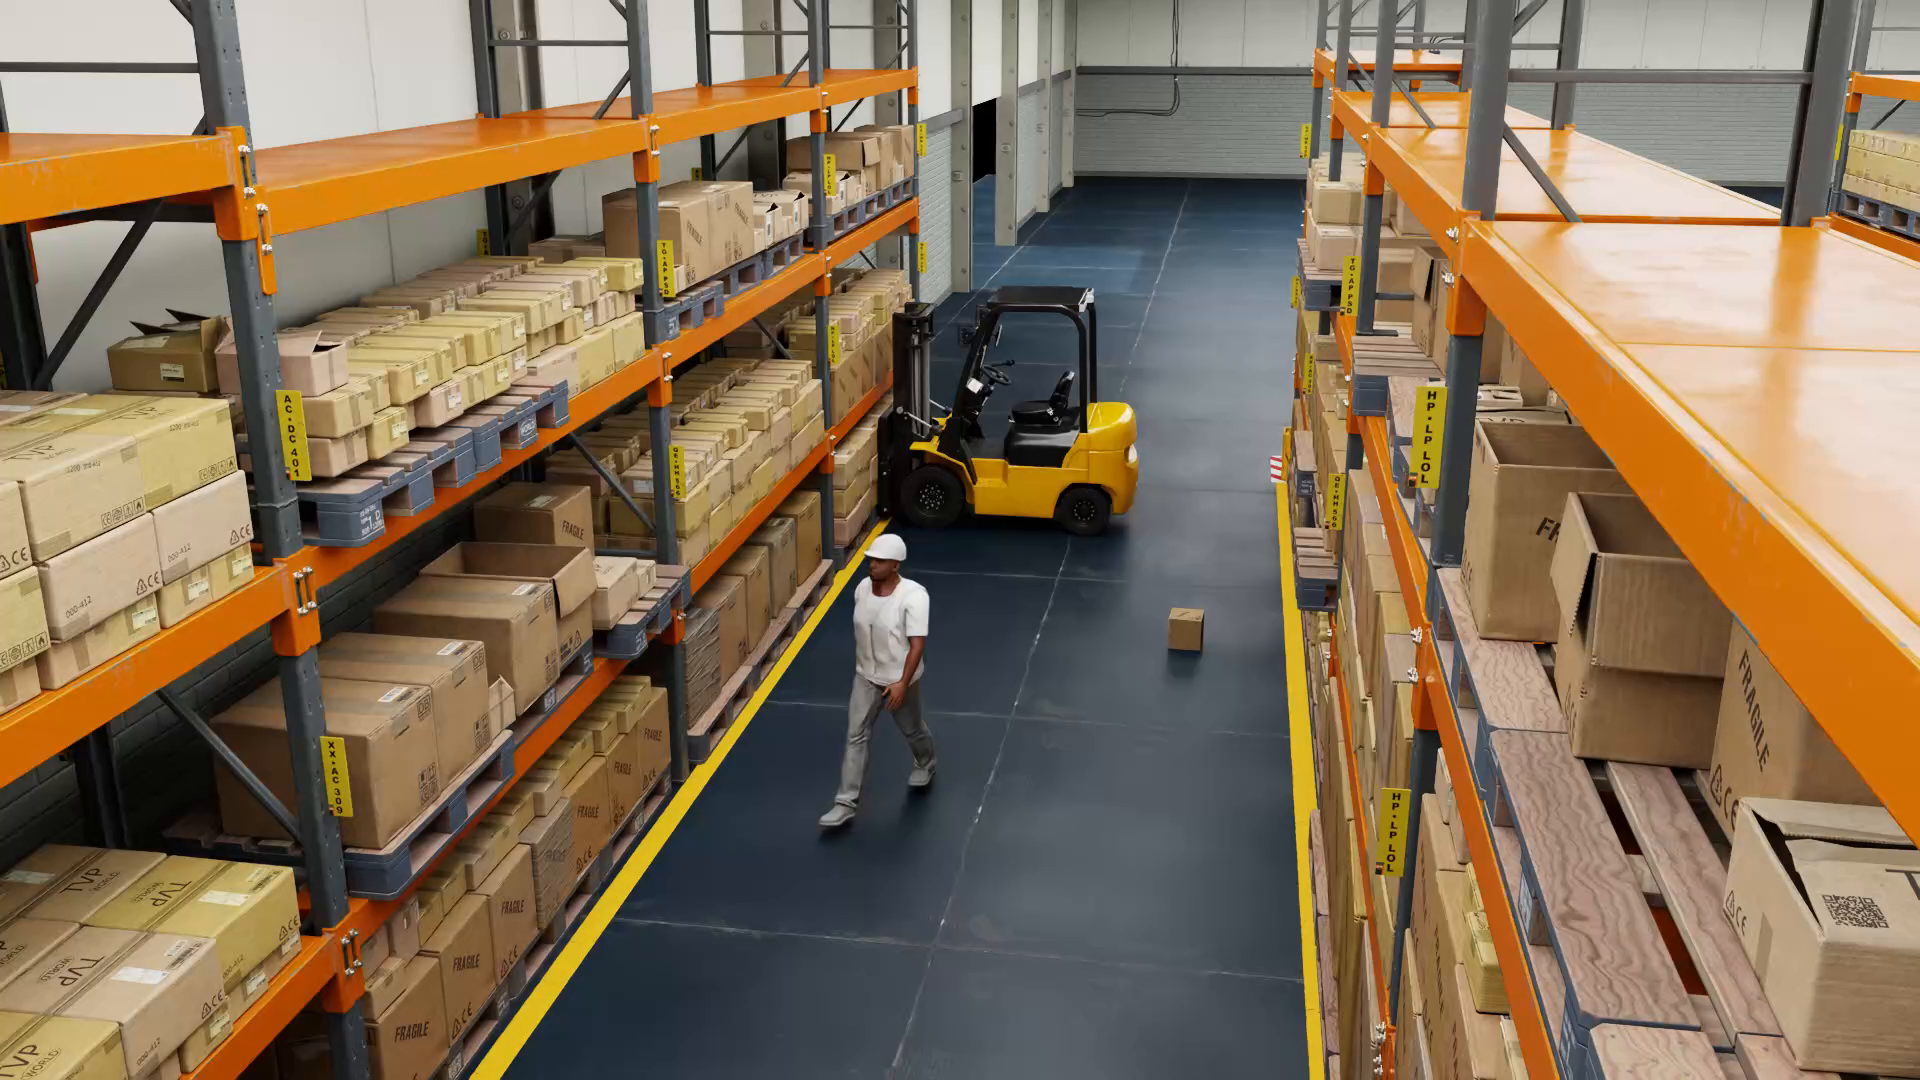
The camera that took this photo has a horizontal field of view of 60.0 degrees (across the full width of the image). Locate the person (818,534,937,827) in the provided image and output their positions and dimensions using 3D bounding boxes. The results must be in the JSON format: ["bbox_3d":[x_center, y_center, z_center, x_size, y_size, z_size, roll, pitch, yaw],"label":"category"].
[{"bbox_3d":[-0.467,0.813,9.961,0.563,1.712,1.049,10,20,28],"label":"person"}]
